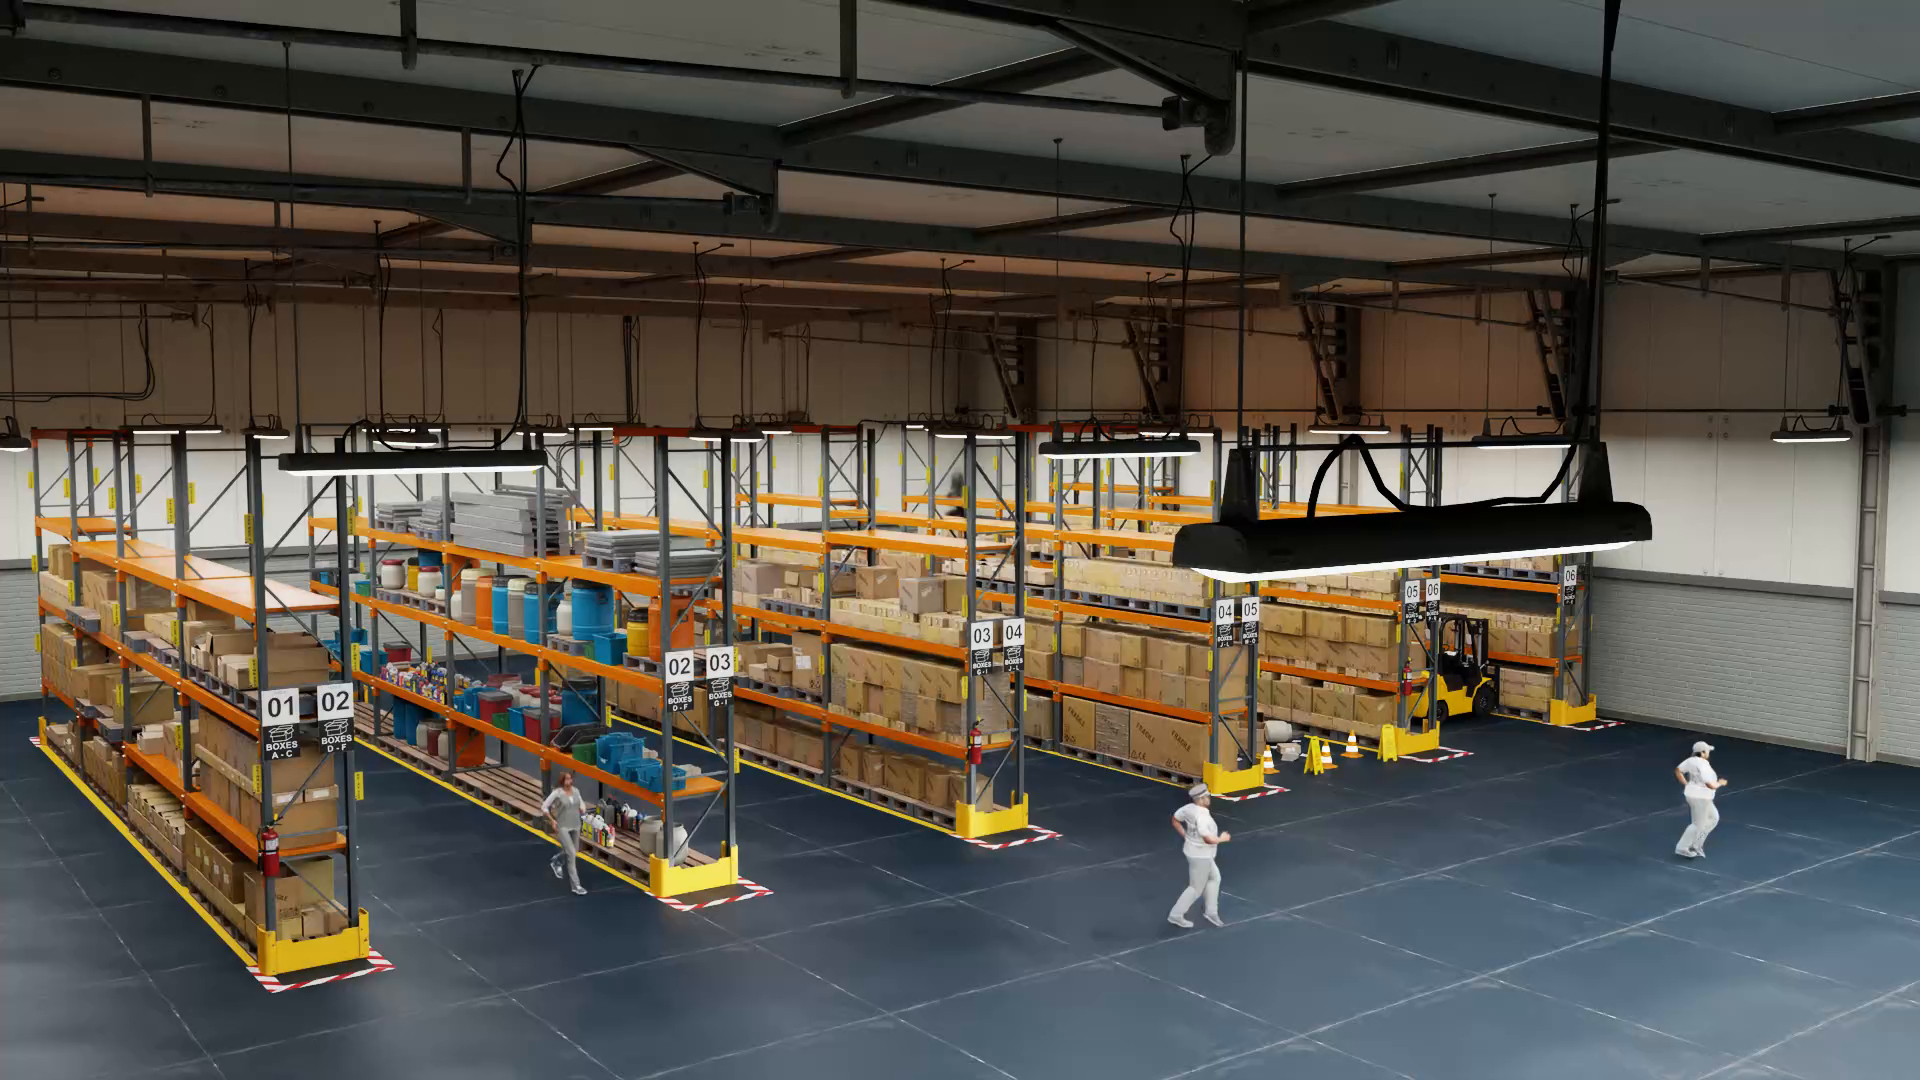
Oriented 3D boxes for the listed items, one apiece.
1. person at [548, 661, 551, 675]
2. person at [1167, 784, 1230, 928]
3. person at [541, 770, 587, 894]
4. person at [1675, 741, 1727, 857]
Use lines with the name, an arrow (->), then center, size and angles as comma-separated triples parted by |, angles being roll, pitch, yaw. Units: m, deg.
person -> -9.396, 2.382, 39.021 | 0.744, 1.772, 0.689 | -1, 5, -7
person -> 2.896, 3.873, 20.235 | 0.788, 1.844, 0.663 | -1, 5, -8
person -> -5.177, 3.807, 21.868 | 0.877, 1.576, 0.543 | 4, 6, 42
person -> 10.434, 3.669, 23.431 | 0.686, 1.685, 0.578 | 0, 5, 6
